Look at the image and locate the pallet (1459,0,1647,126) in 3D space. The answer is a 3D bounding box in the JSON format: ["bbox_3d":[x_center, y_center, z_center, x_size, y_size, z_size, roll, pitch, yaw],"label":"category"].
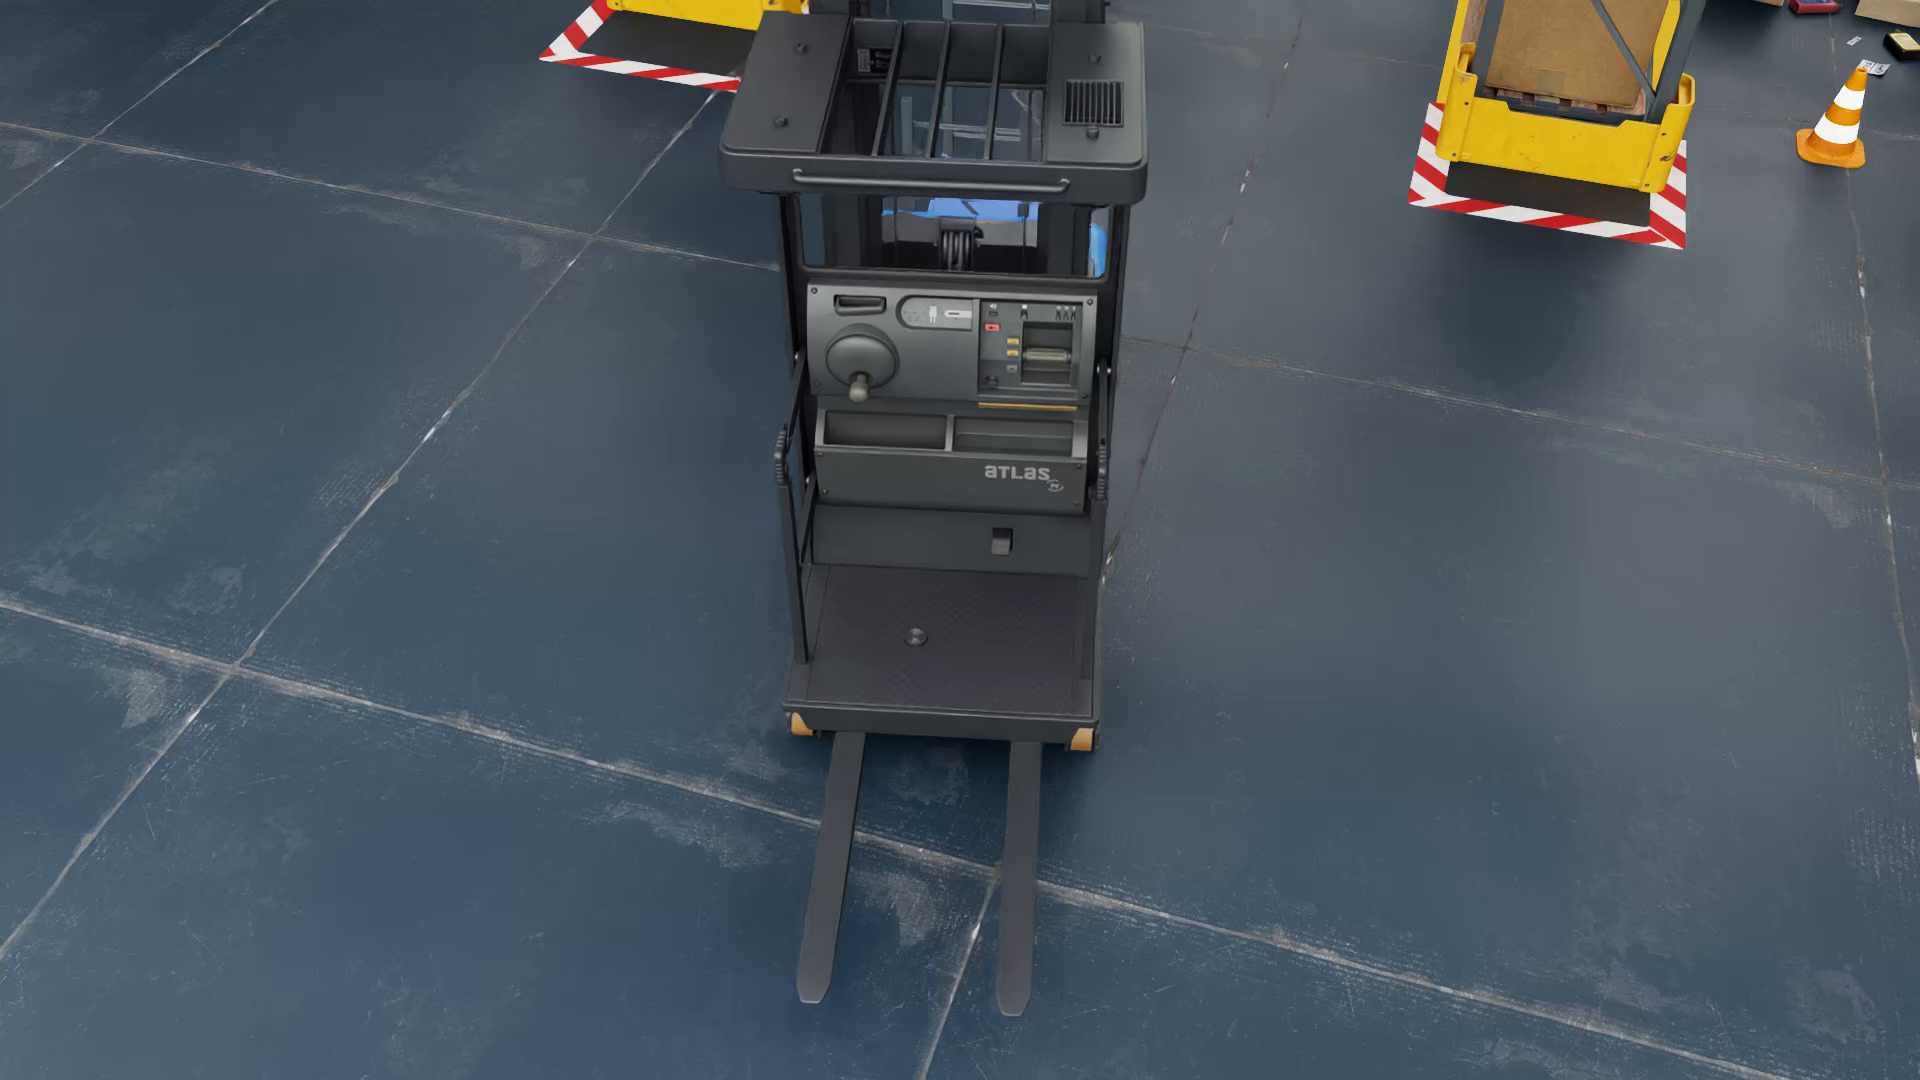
[{"bbox_3d":[3.298,-2.658,9.315,1.003,0.211,1.213,13,46,13],"label":"pallet"}]

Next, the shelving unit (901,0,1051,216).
[{"bbox_3d":[0.100,-1.472,7.181,0.538,1.500,1.048,6,45,6],"label":"shelving unit"}]

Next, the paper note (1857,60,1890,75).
[{"bbox_3d":[5.211,-2.701,9.490,0.144,0.017,0.142,28,51,26],"label":"paper note"}]

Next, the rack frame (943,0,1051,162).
[{"bbox_3d":[0.175,-1.823,7.541,0.500,1.500,0.032,6,45,6],"label":"rack frame"}]

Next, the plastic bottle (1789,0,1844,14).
[{"bbox_3d":[5.153,-3.219,9.996,0.283,0.061,0.133,-2,44,-2],"label":"plastic bottle"}]

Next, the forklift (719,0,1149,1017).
[{"bbox_3d":[8.003,-4.315,9.063,16.424,2.935,14.935,3,44,3],"label":"forklift"}]

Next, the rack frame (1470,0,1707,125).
[{"bbox_3d":[3.131,-3.105,7.778,1.000,3.000,0.127,13,46,13],"label":"rack frame"}]

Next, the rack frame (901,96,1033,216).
[{"bbox_3d":[0.026,-1.120,6.822,0.500,1.500,0.032,6,45,6],"label":"rack frame"}]

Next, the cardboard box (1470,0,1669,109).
[{"bbox_3d":[3.273,-2.962,8.851,0.875,0.875,0.875,13,46,13],"label":"cardboard box"}]

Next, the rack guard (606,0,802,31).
[{"bbox_3d":[-1.543,-3.380,9.847,1.175,0.500,0.348,13,46,13],"label":"rack guard"}]

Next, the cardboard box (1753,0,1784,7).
[{"bbox_3d":[4.850,-3.627,10.097,0.500,0.500,0.500,20,48,19],"label":"cardboard box"}]

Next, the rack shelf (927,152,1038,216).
[{"bbox_3d":[0.100,-1.343,7.307,0.538,0.185,1.000,6,45,6],"label":"rack shelf"}]

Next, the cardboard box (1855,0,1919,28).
[{"bbox_3d":[5.577,-3.258,9.890,0.396,0.266,0.258,20,48,19],"label":"cardboard box"}]
